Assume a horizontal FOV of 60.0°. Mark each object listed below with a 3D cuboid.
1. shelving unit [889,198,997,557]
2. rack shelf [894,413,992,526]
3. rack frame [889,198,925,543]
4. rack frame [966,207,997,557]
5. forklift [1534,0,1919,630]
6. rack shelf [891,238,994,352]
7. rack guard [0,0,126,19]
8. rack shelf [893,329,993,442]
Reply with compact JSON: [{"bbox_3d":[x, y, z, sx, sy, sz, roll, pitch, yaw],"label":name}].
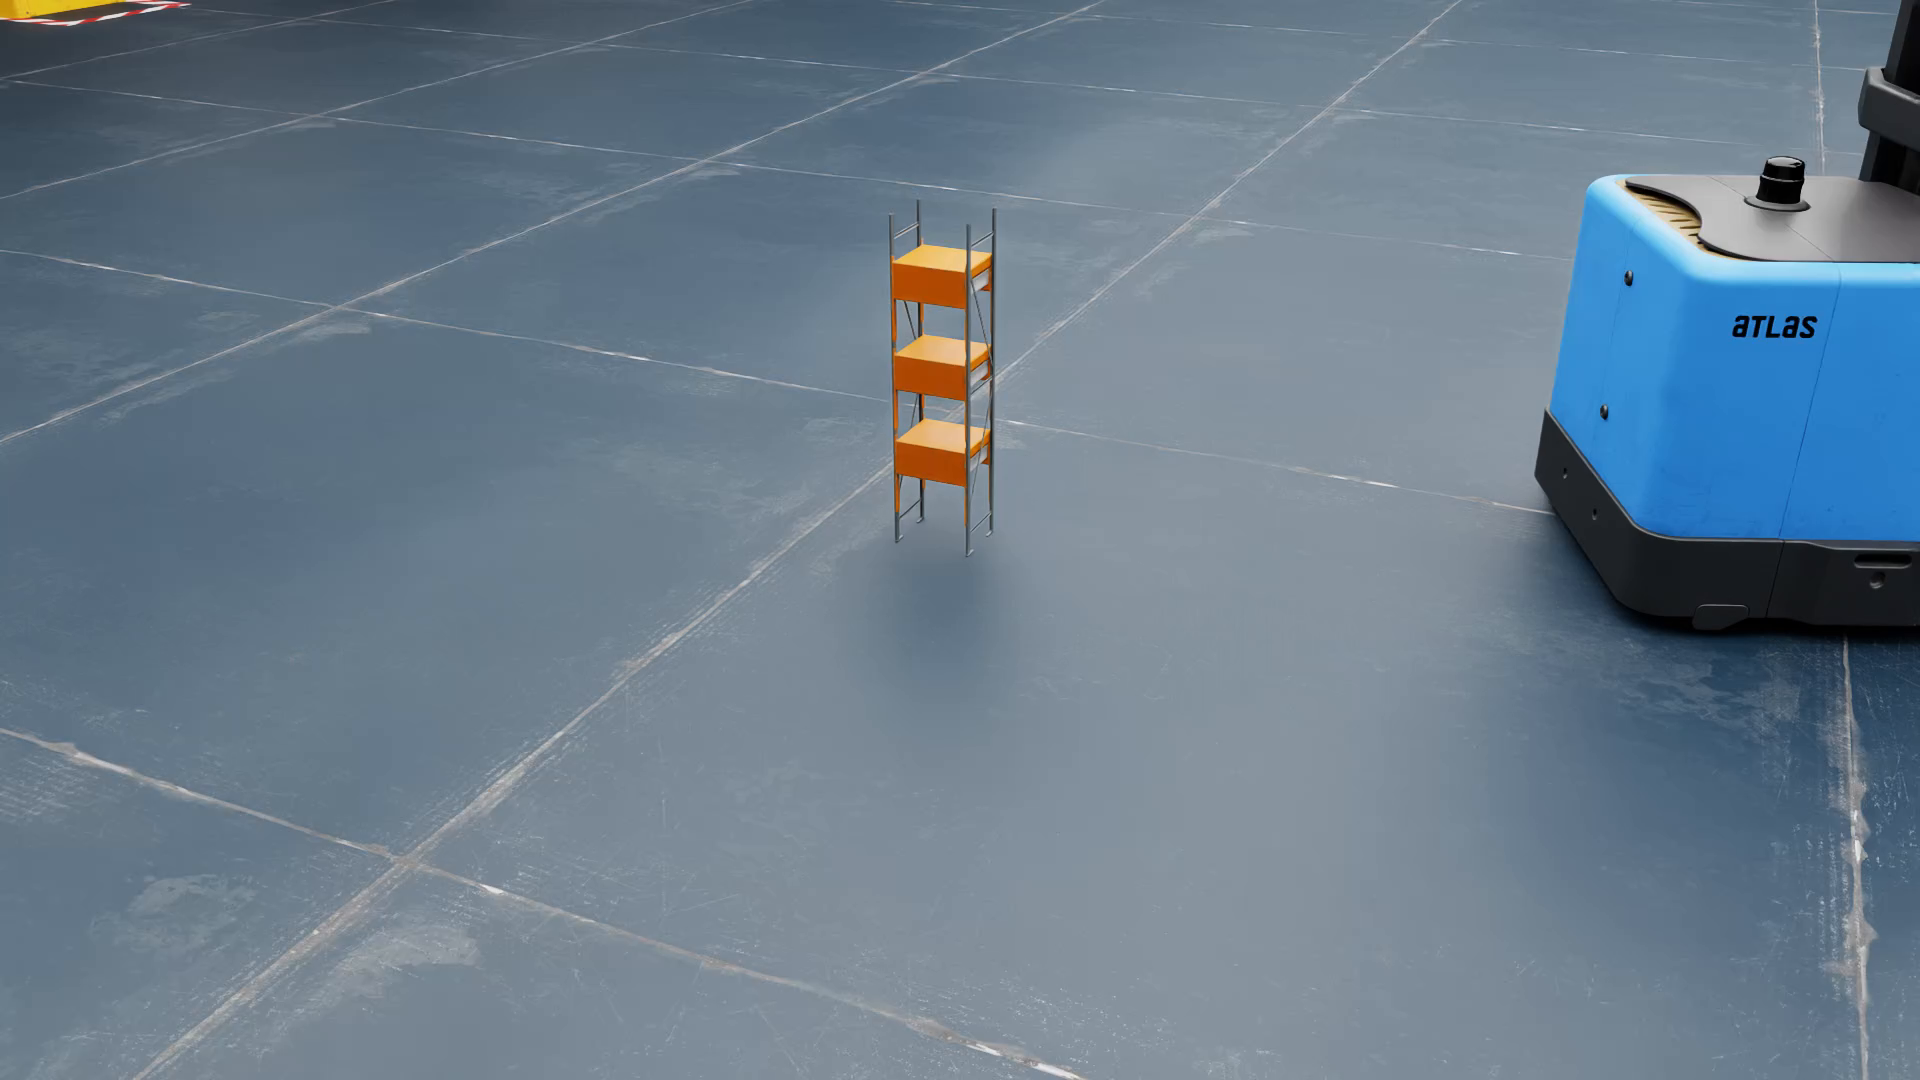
[{"bbox_3d":[-0.049,-0.481,5.038,0.252,1.050,0.215,11,28,22],"label":"shelving unit"},{"bbox_3d":[-0.049,-0.222,5.165,0.240,0.259,0.215,11,28,22],"label":"rack shelf"},{"bbox_3d":[-0.160,-0.503,5.083,0.008,1.050,0.200,11,28,22],"label":"rack frame"},{"bbox_3d":[0.062,-0.458,4.993,0.008,1.050,0.200,11,28,22],"label":"rack frame"},{"bbox_3d":[3.402,-1.245,4.461,3.031,2.935,1.130,1,26,2],"label":"forklift"},{"bbox_3d":[-0.049,-0.726,4.917,0.240,0.259,0.215,11,28,22],"label":"rack shelf"},{"bbox_3d":[-8.083,-5.011,14.861,0.348,0.500,1.175,11,28,22],"label":"rack guard"},{"bbox_3d":[-0.049,-0.471,5.043,0.240,0.259,0.215,11,28,22],"label":"rack shelf"}]
